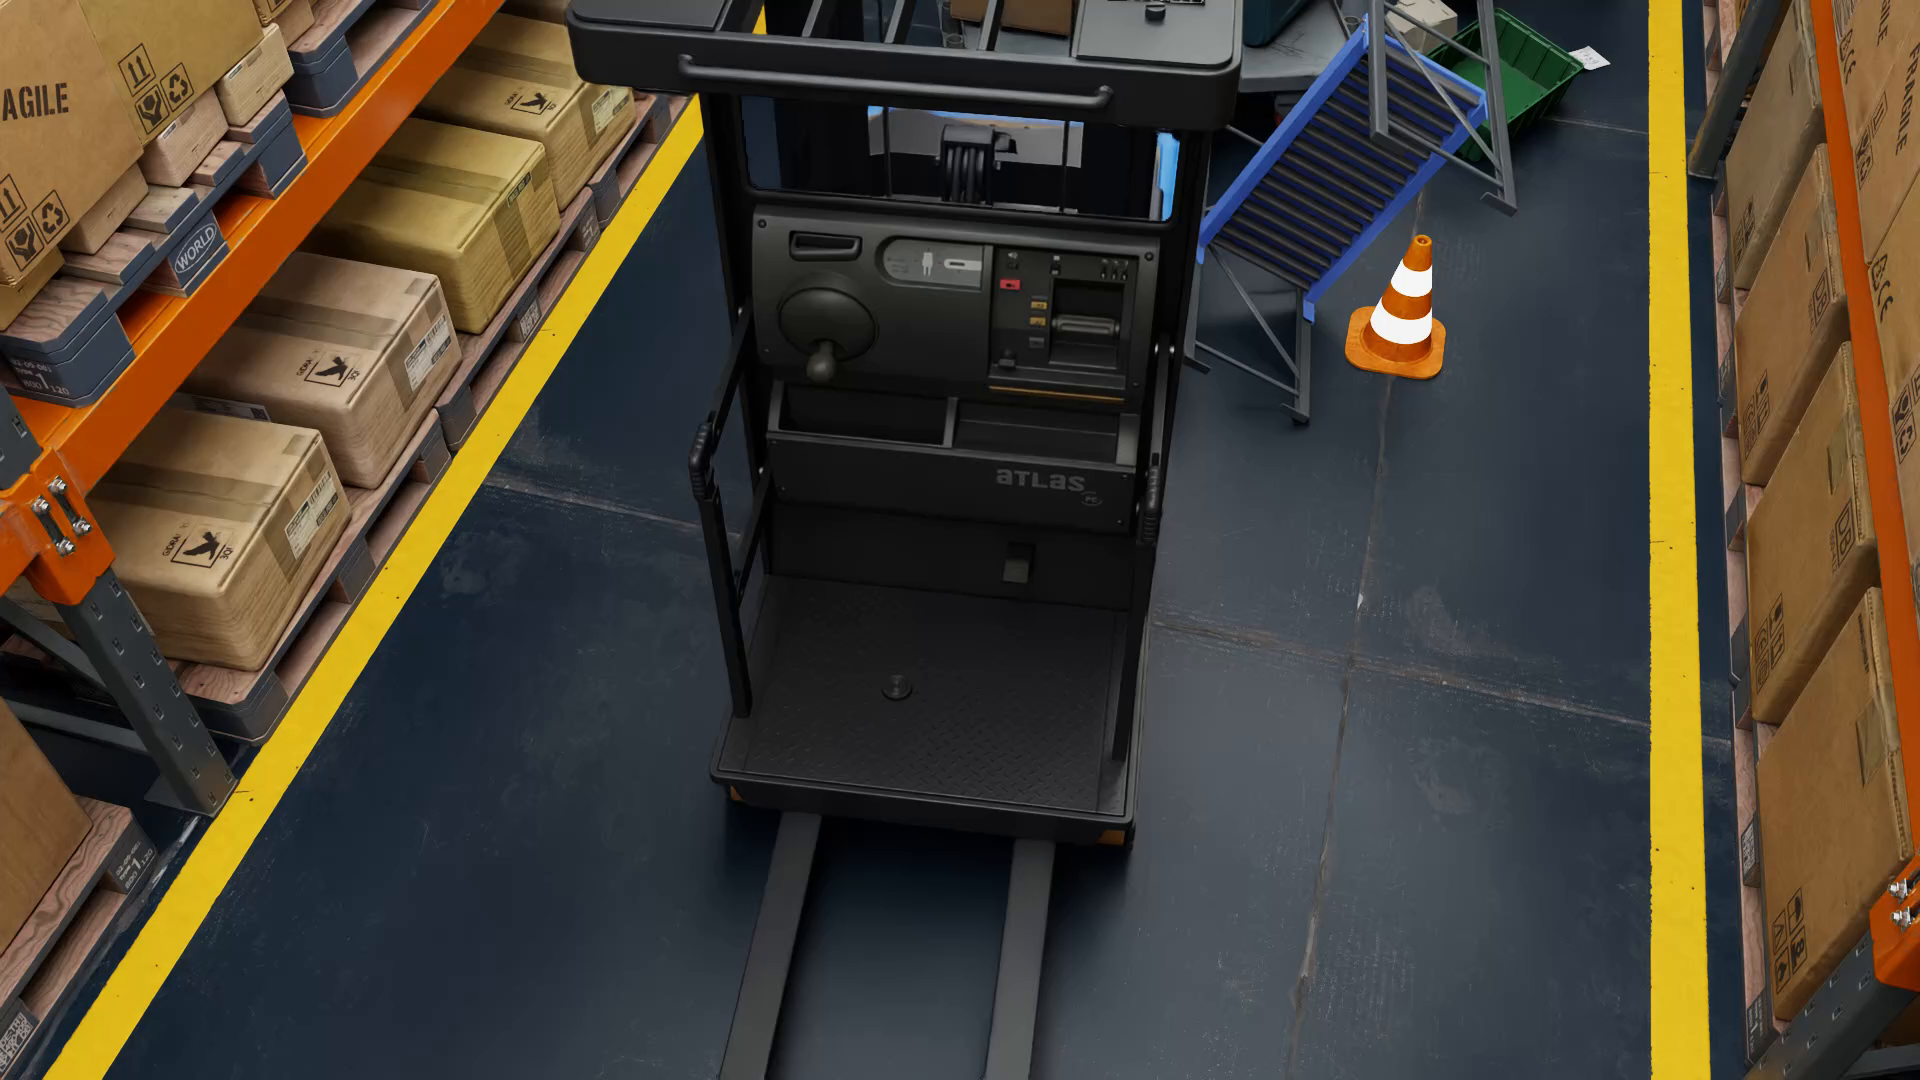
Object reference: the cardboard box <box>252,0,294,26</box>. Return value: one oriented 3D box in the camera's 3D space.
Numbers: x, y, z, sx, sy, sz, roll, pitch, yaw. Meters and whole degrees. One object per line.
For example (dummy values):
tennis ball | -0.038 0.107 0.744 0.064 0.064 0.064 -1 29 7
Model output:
cardboard box | -1.907 -1.681 4.188 0.500 0.500 0.500 12 50 11

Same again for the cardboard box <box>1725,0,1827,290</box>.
cardboard box | 3.266 -1.284 5.603 1.050 0.750 0.750 11 50 10

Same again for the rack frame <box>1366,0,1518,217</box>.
rack frame | 1.503 -1.605 5.270 0.500 0.032 1.500 24 47 -14

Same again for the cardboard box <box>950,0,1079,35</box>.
cardboard box | 0.266 -2.354 6.489 0.500 0.500 0.500 12 50 10

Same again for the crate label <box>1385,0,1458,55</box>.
crate label | 1.973 -2.209 7.108 0.298 0.136 0.250 -19 51 -16

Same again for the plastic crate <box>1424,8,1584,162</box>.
plastic crate | 2.124 -1.829 6.701 0.662 0.188 0.450 -37 68 -28

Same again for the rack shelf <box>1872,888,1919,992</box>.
rack shelf | 1.763 2.221 1.769 1.077 0.370 4.000 12 50 10

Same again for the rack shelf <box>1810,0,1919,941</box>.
rack shelf | 2.816 -0.672 4.322 1.077 0.370 4.000 12 50 10

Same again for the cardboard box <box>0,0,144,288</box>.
cardboard box | -2.171 -0.917 3.514 0.500 0.500 0.500 10 49 9

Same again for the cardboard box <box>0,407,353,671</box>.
cardboard box | -2.354 -0.043 4.760 0.950 0.372 0.625 9 49 7

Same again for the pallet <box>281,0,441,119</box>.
pallet | -2.031 -1.744 4.916 1.003 0.211 1.213 12 50 10

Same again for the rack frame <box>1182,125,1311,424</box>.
rack frame | 1.052 -1.054 5.995 0.500 0.032 1.500 24 47 -14

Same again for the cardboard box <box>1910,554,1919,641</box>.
cardboard box | 2.149 0.125 3.073 0.500 0.500 0.500 12 50 10

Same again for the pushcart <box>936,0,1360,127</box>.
pushcart | 0.753 -1.979 6.745 1.648 0.377 0.936 -4 49 -3

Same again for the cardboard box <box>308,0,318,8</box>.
cardboard box | -1.907 -1.605 4.553 0.380 0.149 0.250 13 50 12

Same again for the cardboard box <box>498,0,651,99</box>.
cardboard box | -1.595 -2.150 6.619 0.950 0.372 0.625 12 50 11

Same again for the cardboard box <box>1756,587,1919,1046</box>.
cardboard box | 2.537 0.719 3.835 1.050 0.750 0.750 11 49 10

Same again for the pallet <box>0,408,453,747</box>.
pallet | -2.305 -0.009 5.117 1.003 0.211 1.213 12 50 10

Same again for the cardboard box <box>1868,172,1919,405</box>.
cardboard box | 2.414 -0.597 3.710 0.500 0.500 0.500 11 49 9

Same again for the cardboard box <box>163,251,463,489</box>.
cardboard box | -2.167 -0.579 5.233 0.950 0.372 0.625 11 49 9

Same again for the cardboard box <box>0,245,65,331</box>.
cardboard box | -2.247 -0.621 3.685 0.380 0.149 0.250 9 49 8

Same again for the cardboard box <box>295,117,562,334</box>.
cardboard box | -1.962 -1.126 5.716 0.950 0.372 0.625 13 50 11

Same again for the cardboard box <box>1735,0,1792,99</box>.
cardboard box | 3.576 -2.234 6.358 0.875 0.875 0.875 12 50 11

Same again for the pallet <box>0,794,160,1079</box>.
pallet | -2.792 1.111 4.129 1.003 0.211 1.213 12 50 10

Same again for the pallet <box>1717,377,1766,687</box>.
pallet | 2.893 0.024 5.088 1.003 0.211 1.213 12 50 10

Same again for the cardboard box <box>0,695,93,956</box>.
cardboard box | -2.774 0.680 3.786 0.875 0.875 0.875 11 50 10

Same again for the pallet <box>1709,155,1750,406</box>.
pallet | 3.212 -0.861 5.869 1.003 0.211 1.213 12 50 10

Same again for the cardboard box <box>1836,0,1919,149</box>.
cardboard box | 2.678 -1.336 4.362 0.500 0.500 0.500 11 50 10

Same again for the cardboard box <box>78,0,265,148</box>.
cardboard box | -2.040 -1.296 3.848 0.500 0.500 0.500 14 50 12

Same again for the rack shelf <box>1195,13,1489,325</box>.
rack shelf | 1.251 -1.196 5.515 0.538 1.000 0.185 24 47 -14

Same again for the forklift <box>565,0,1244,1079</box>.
forklift | -0.044 -0.432 3.676 1.130 2.935 3.031 6 49 5

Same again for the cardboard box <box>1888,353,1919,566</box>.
cardboard box | 2.282 -0.236 3.391 0.500 0.500 0.500 12 50 10

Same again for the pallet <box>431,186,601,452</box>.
pallet | -1.982 -0.889 5.894 1.003 0.211 1.213 12 50 10

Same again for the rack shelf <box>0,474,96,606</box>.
rack shelf | -3.039 1.318 2.566 1.077 0.370 4.000 12 50 10

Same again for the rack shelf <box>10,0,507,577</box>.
rack shelf | -1.986 -1.576 5.120 1.077 0.370 4.000 12 50 10

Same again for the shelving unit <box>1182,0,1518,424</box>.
shelving unit | 1.277 -1.329 5.633 0.538 1.048 1.500 24 47 -14

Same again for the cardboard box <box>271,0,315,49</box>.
cardboard box | -1.944 -1.393 4.366 0.380 0.149 0.250 14 50 12

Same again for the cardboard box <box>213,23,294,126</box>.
cardboard box | -1.932 -1.203 4.198 0.380 0.149 0.250 12 50 10

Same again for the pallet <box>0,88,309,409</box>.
pallet | -2.427 -0.840 4.119 1.213 0.211 1.003 12 50 10

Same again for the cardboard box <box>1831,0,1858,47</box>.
cardboard box | 2.812 -1.697 4.680 0.500 0.500 0.500 12 50 10

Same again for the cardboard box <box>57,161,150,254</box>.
cardboard box | -2.141 -0.819 3.860 0.380 0.149 0.250 9 49 8

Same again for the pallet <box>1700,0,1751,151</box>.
pallet | 3.618 -1.968 6.847 1.003 0.211 1.213 12 50 10

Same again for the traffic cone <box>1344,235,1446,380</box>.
traffic cone | 1.533 -0.845 5.687 0.336 0.463 0.334 12 50 10

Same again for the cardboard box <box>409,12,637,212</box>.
cardboard box | -1.781 -1.629 6.160 0.950 0.372 0.625 14 50 12

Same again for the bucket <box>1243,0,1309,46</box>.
bucket | 1.154 -2.330 6.475 0.726 0.611 0.620 28 64 22

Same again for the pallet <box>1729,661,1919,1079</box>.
pallet | 2.570 0.904 4.311 1.003 0.211 1.213 12 50 10

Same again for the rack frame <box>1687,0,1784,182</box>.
rack frame | 3.343 -2.357 5.329 1.000 3.000 0.127 12 50 10

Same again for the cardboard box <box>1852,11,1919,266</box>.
cardboard box | 2.544 -0.969 4.038 0.500 0.500 0.500 12 50 11

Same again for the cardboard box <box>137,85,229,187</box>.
cardboard box | -2.024 -1.008 4.026 0.380 0.149 0.250 9 49 8

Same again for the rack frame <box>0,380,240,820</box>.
rack frame | -2.512 -0.367 3.573 1.000 3.000 0.127 12 50 10

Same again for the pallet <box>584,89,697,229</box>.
pallet | -1.663 -1.774 6.675 1.003 0.211 1.213 12 50 10

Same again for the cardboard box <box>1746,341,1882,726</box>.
cardboard box | 2.764 0.086 4.394 1.050 0.750 0.750 12 50 11

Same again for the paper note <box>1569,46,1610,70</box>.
paper note | 2.646 -2.039 7.029 0.147 0.020 0.142 -19 51 -16

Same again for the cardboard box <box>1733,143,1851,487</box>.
cardboard box | 3.008 -0.587 4.988 1.050 0.750 0.750 12 50 10
